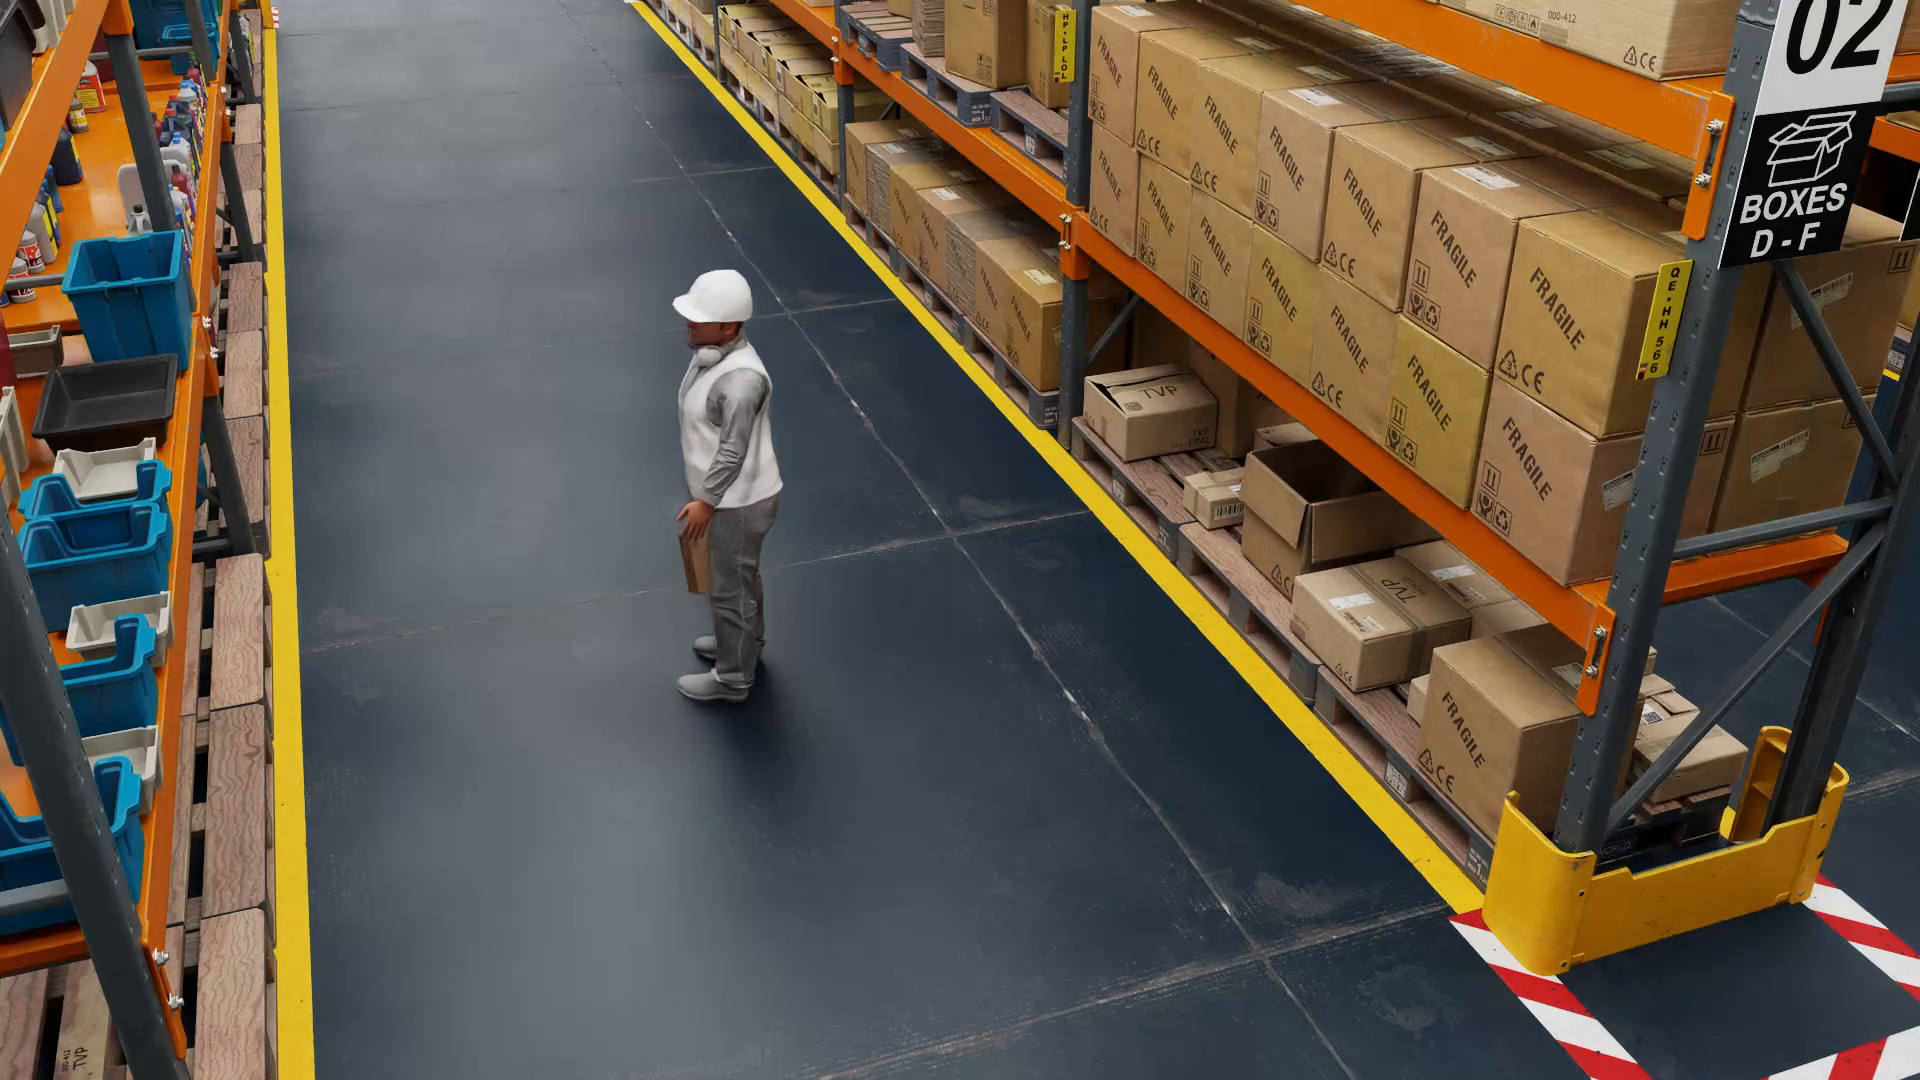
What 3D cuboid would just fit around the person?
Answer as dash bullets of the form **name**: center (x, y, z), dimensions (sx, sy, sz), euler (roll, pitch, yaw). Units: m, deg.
- **person**: center (-0.942, -0.203, 6.413), dimensions (0.475, 1.785, 0.566), euler (-8, 31, -14)
